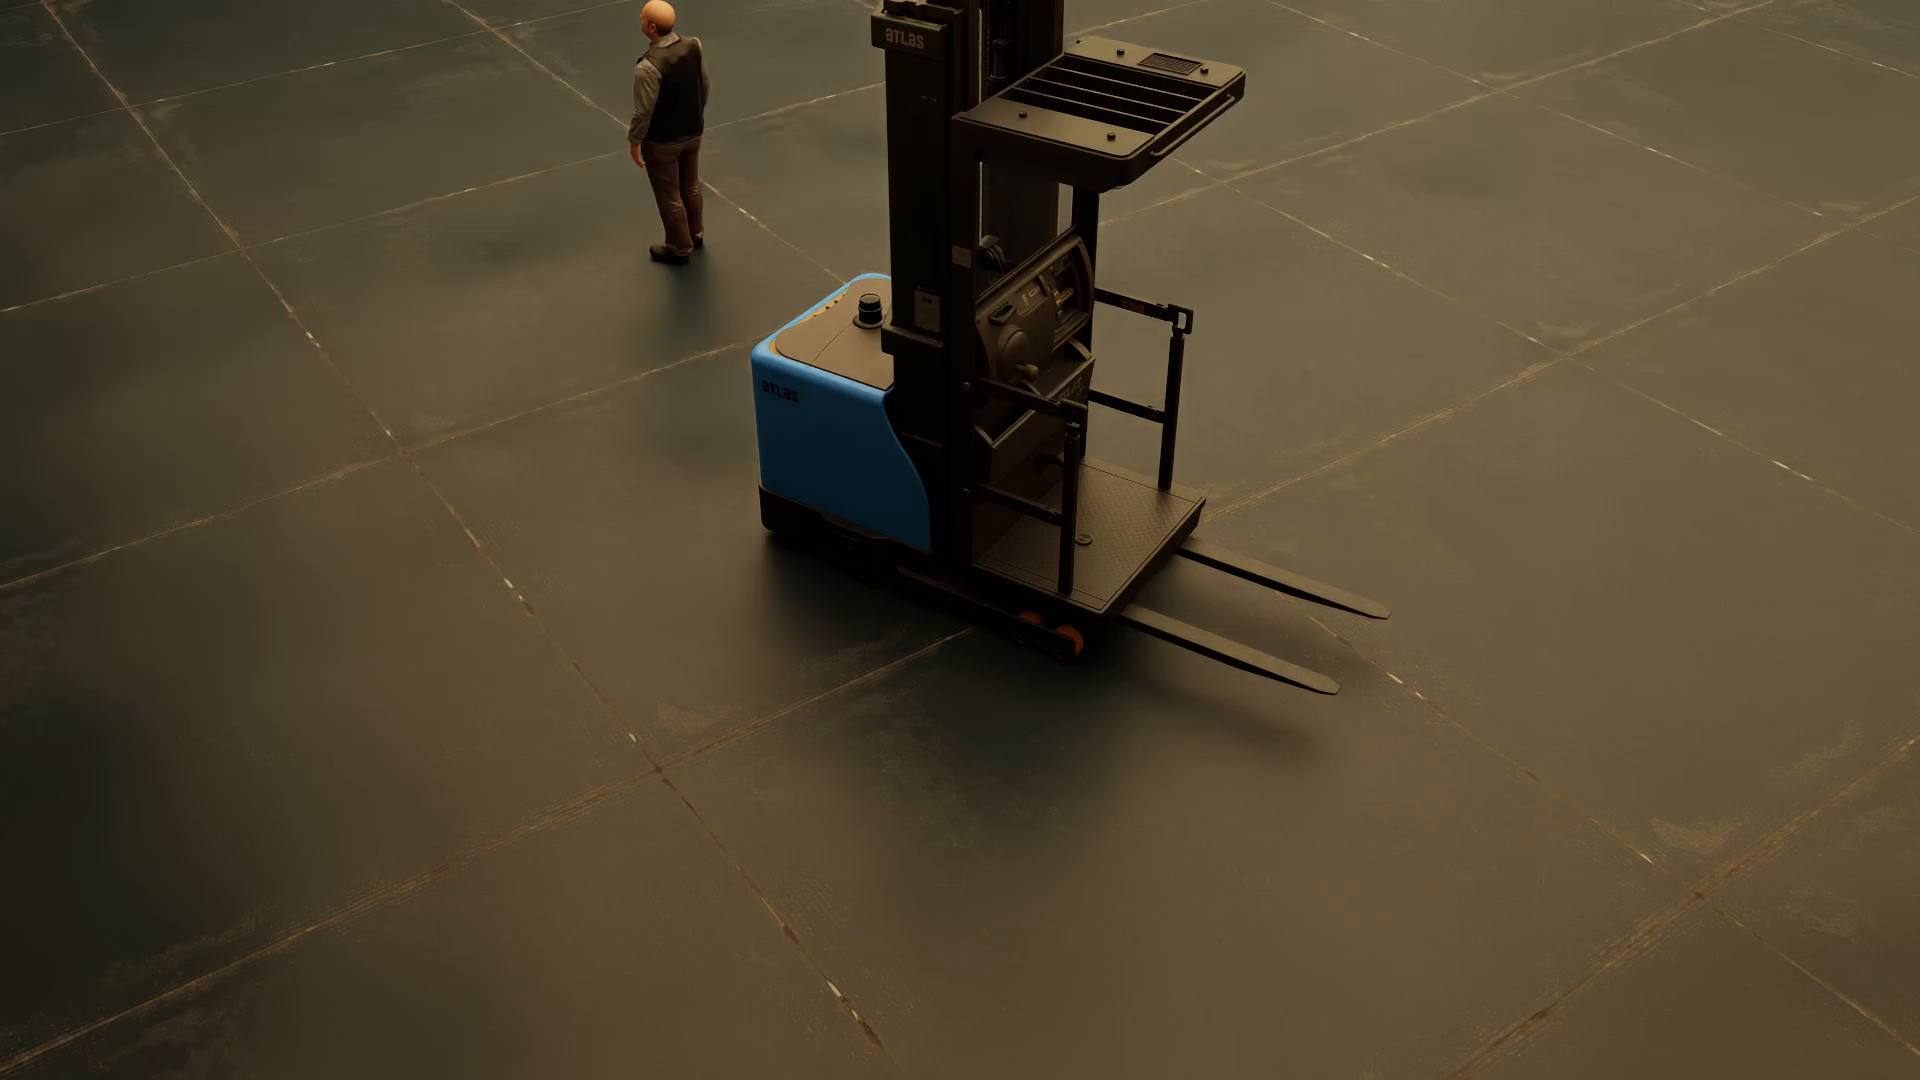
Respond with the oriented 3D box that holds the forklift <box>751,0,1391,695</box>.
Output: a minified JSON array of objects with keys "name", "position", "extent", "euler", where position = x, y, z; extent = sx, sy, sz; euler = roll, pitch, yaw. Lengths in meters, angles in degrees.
[{"name":"forklift","position":[0.514,-0.985,7.276],"extent":[3.031,2.935,1.130],"euler":[21,41,26]}]

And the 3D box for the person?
[{"name":"person","position":[-1.858,-2.551,10.400],"extent":[0.568,1.720,0.631],"euler":[24,43,29]}]
